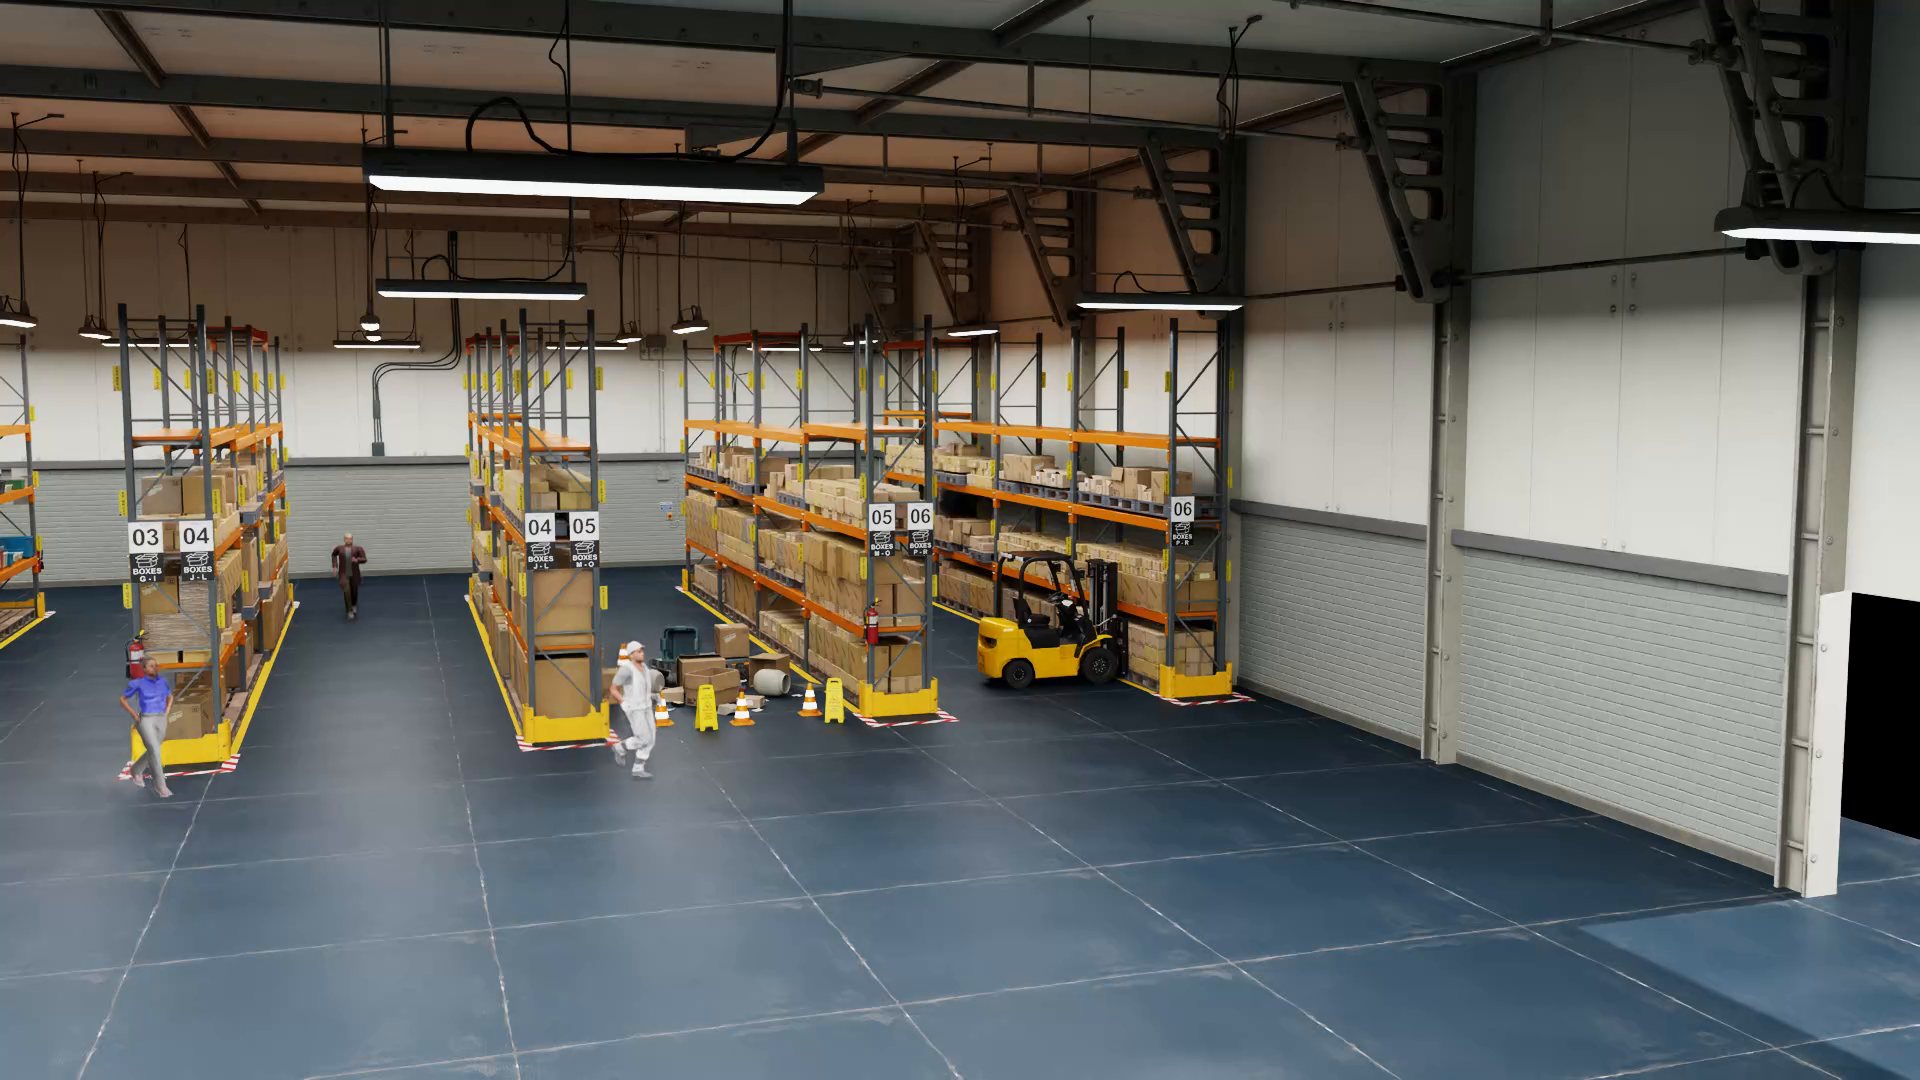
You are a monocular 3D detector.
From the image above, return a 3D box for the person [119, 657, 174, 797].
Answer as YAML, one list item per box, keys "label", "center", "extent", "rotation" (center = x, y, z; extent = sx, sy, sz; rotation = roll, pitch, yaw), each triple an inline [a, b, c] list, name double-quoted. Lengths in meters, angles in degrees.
- label: "person"
  center: [-9.879, 2.275, 20.317]
  extent: [0.819, 1.685, 0.624]
  rotation: [3, 6, 31]

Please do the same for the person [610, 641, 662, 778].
- label: "person"
  center: [-4.095, 2.145, 21.051]
  extent: [0.601, 1.741, 0.660]
  rotation: [3, 6, 27]

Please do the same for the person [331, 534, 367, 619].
- label: "person"
  center: [-12.931, 0.740, 35.239]
  extent: [0.699, 1.770, 1.065]
  rotation: [-2, 6, -22]
